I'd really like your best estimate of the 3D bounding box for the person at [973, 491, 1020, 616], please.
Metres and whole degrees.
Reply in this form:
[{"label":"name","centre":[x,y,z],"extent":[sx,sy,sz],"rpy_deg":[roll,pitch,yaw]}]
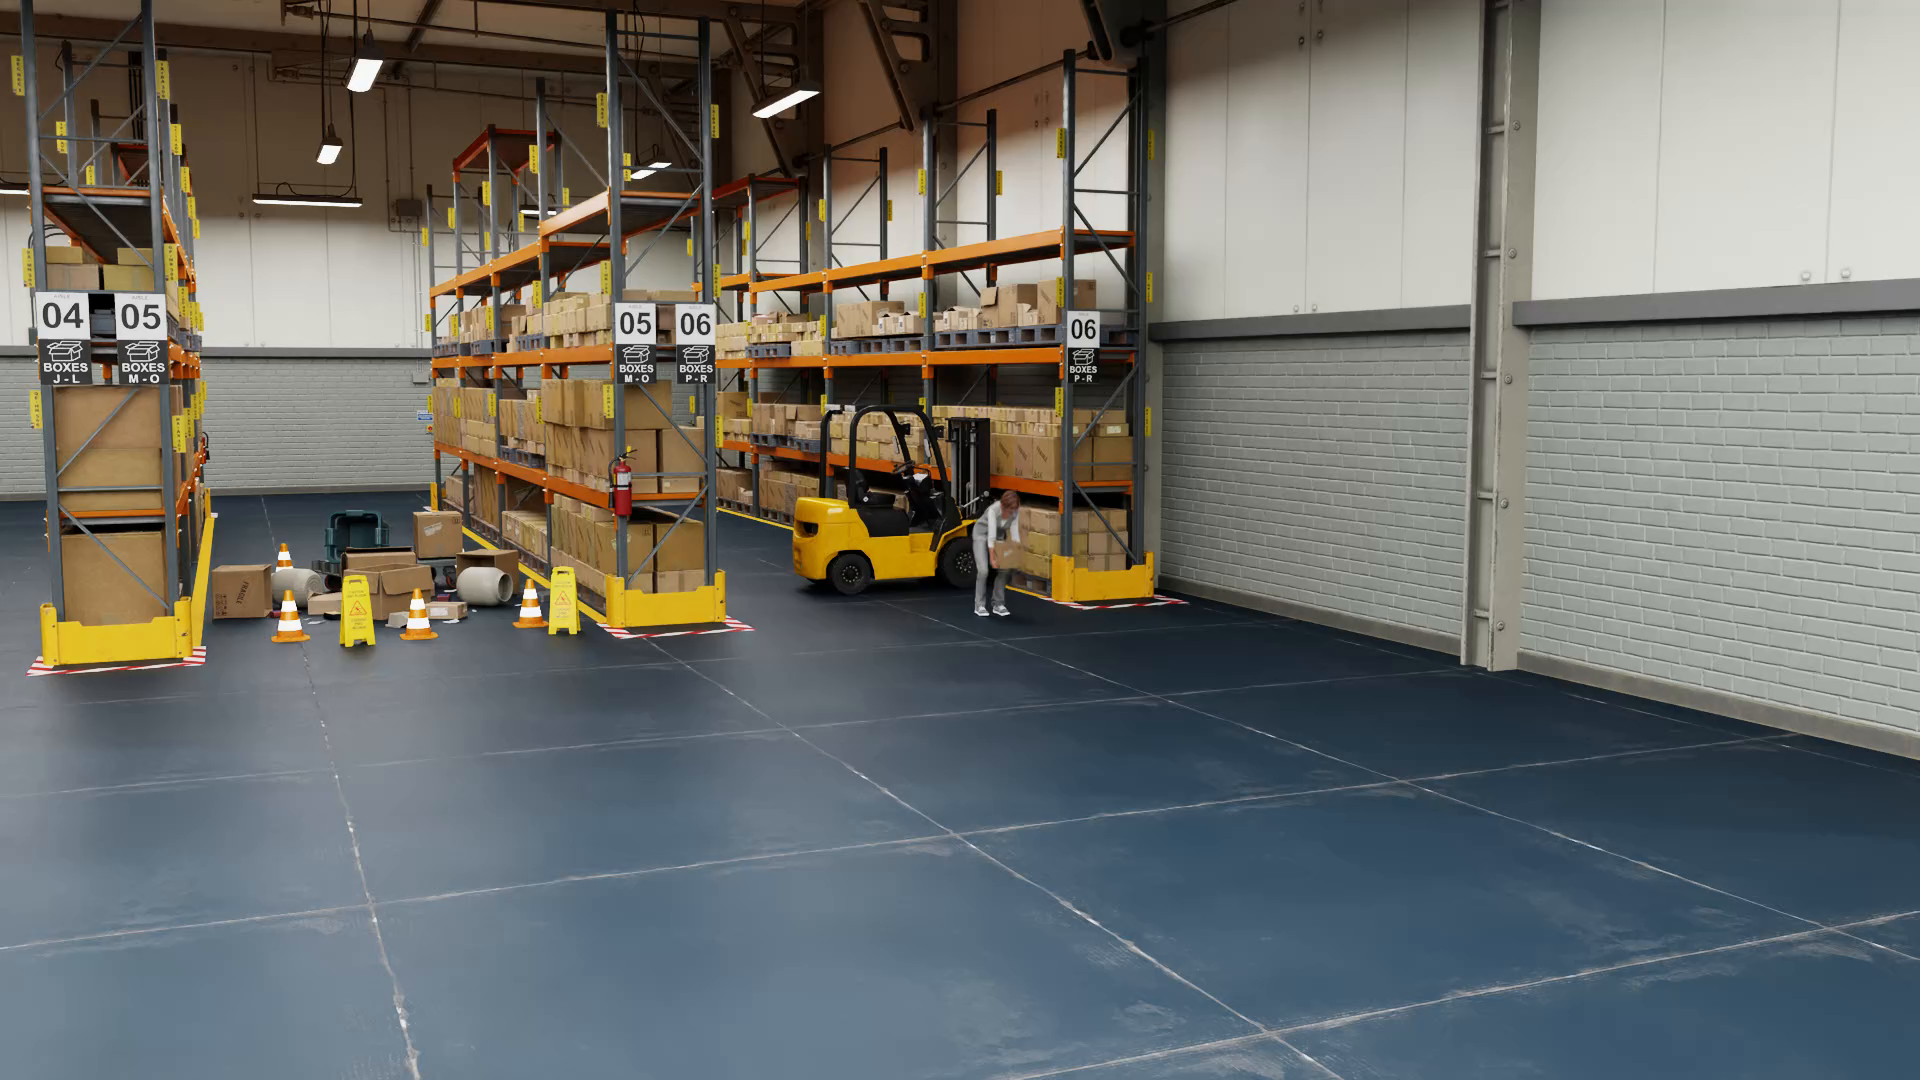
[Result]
[{"label":"person","centre":[0.394,0.144,17.203],"extent":[0.382,1.317,0.757],"rpy_deg":[-3,6,-25]}]
